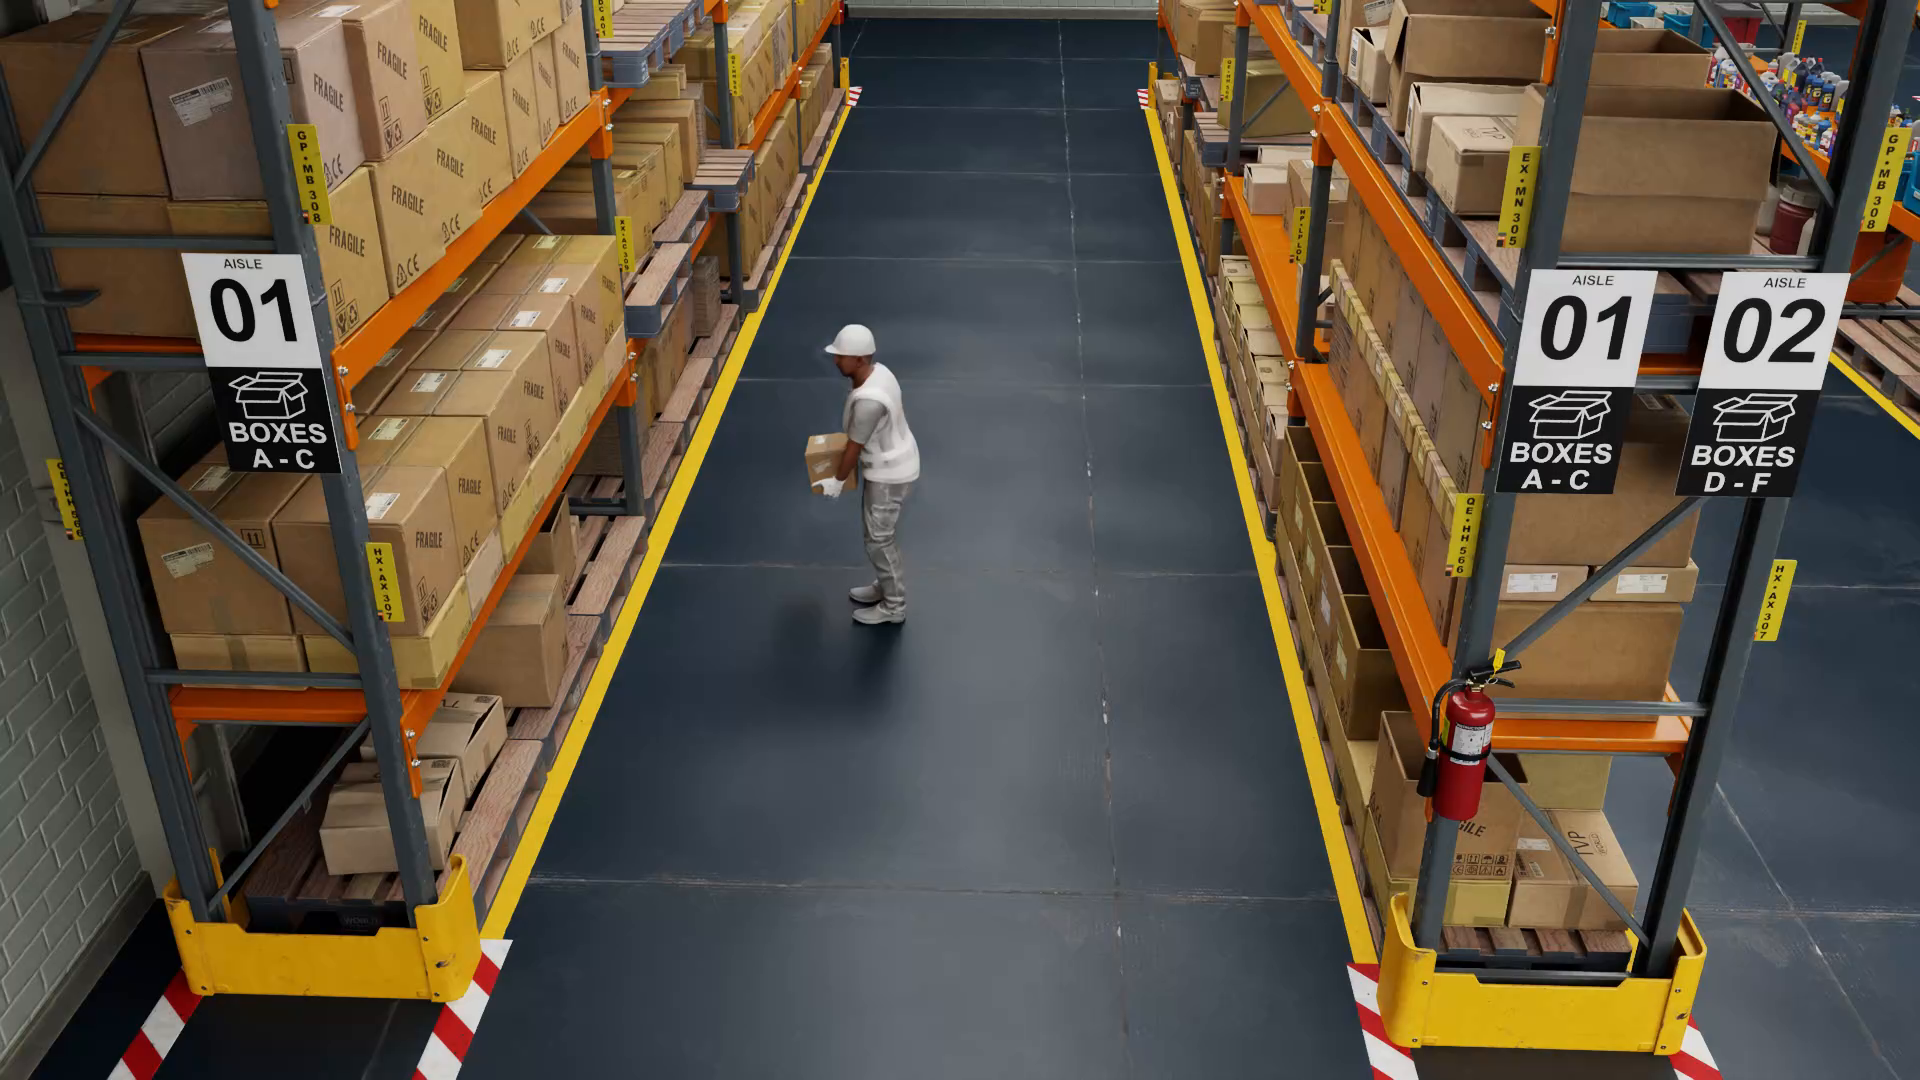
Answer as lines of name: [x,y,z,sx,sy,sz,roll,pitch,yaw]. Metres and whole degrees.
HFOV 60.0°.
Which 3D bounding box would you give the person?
person: [-0.525,-0.372,9.330,0.603,1.761,0.487,0,28,1]
